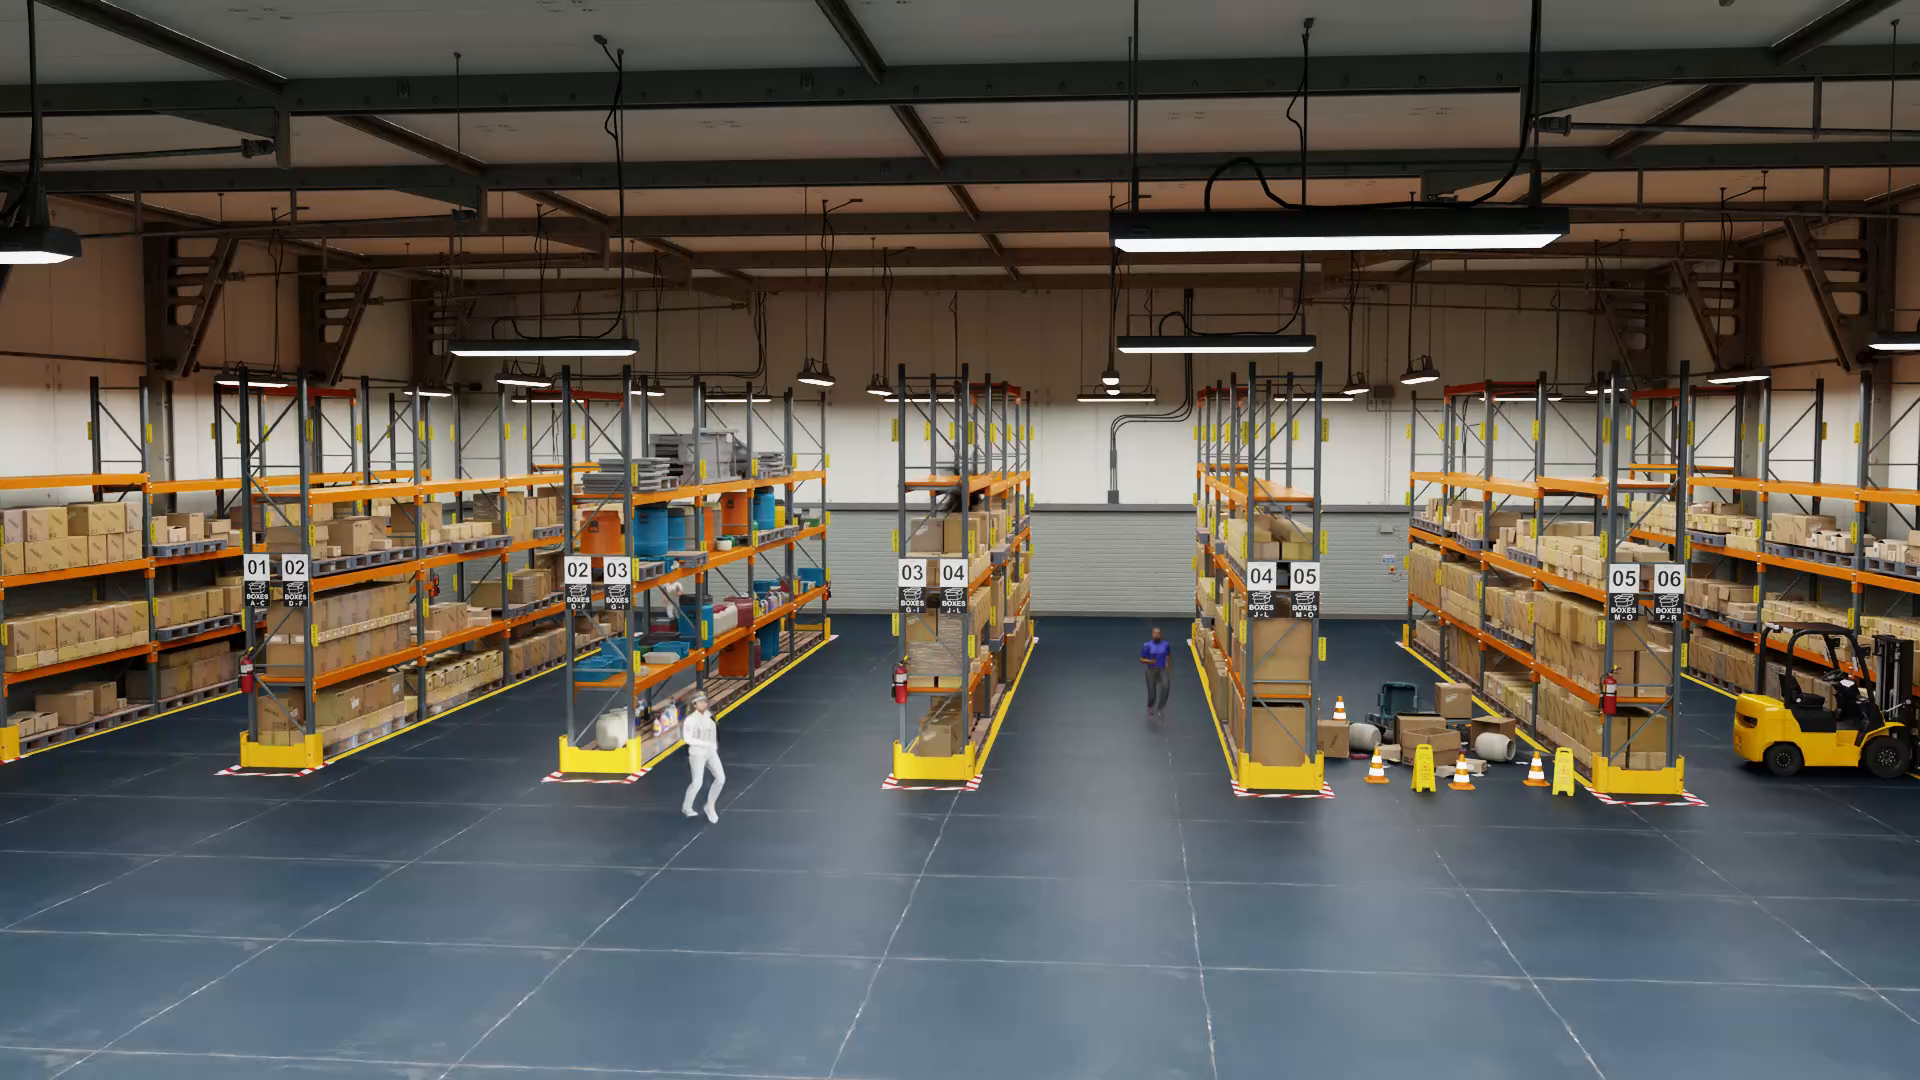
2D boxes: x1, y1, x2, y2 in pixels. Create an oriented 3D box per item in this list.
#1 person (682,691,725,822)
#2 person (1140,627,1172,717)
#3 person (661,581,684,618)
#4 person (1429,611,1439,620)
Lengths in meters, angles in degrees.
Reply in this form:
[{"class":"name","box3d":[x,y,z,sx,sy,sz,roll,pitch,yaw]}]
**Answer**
[{"class":"person","box3d":[-3.325,2.793,21.486,0.683,1.716,0.616,3,5,43]},{"class":"person","box3d":[3.334,2.245,28.216,0.578,1.555,0.870,0,4,-1]},{"class":"person","box3d":[-6.905,1.608,39.950,0.571,1.715,0.794,-1,4,-8]},{"class":"person","box3d":[11.539,1.582,40.305,0.619,1.670,0.898,-3,5,-42]}]
